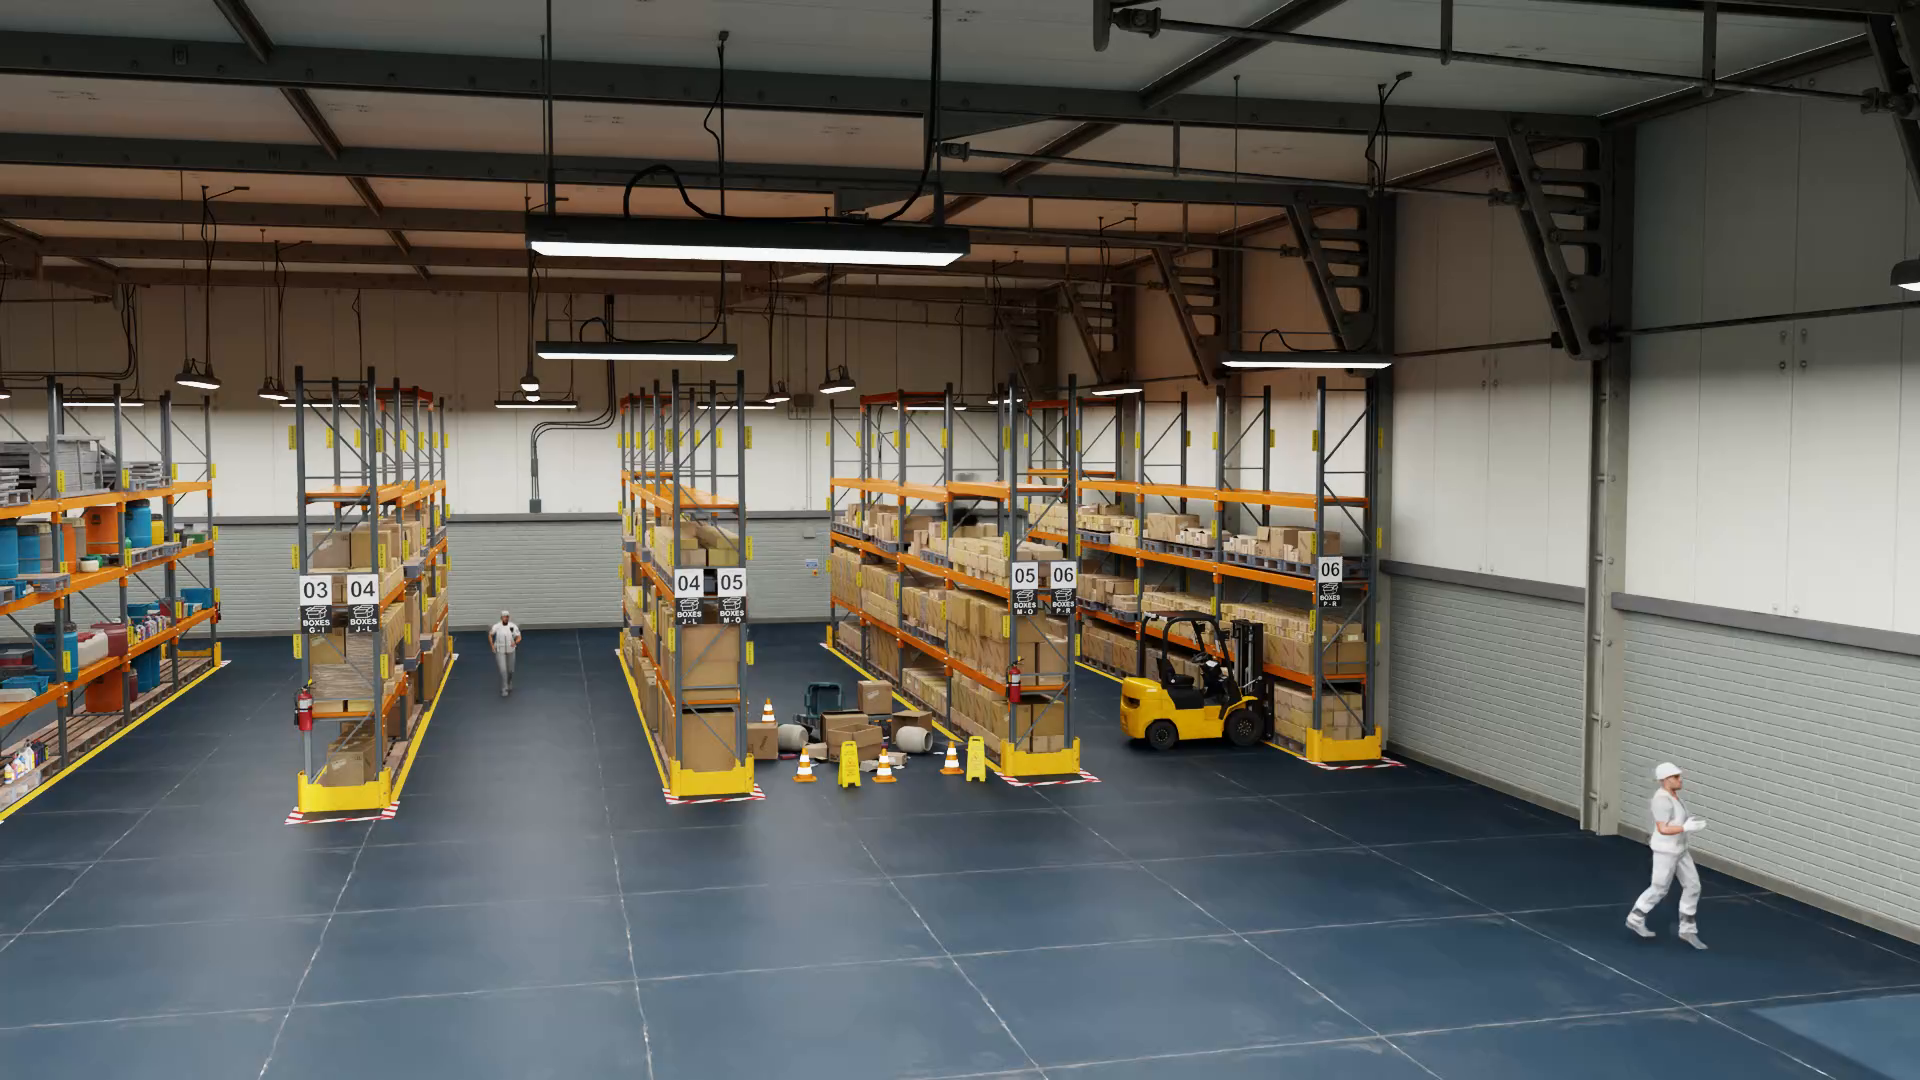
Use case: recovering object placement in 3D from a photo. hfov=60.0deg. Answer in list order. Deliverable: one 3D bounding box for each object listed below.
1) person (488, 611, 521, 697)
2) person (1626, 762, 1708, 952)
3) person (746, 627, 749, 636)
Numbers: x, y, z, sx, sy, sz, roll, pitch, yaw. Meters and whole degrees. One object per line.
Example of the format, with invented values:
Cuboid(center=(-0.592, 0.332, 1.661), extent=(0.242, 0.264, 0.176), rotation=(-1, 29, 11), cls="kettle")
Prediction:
Cuboid(center=(-8.967, 2.216, 32.787), extent=(0.627, 1.658, 0.771), rotation=(-1, 4, -22), cls="person")
Cuboid(center=(7.004, 3.111, 16.441), extent=(0.765, 1.832, 0.632), rotation=(3, 5, 43), cls="person")
Cuboid(center=(-5.456, 1.787, 40.987), extent=(0.513, 1.570, 0.536), rotation=(0, 3, -7), cls="person")
